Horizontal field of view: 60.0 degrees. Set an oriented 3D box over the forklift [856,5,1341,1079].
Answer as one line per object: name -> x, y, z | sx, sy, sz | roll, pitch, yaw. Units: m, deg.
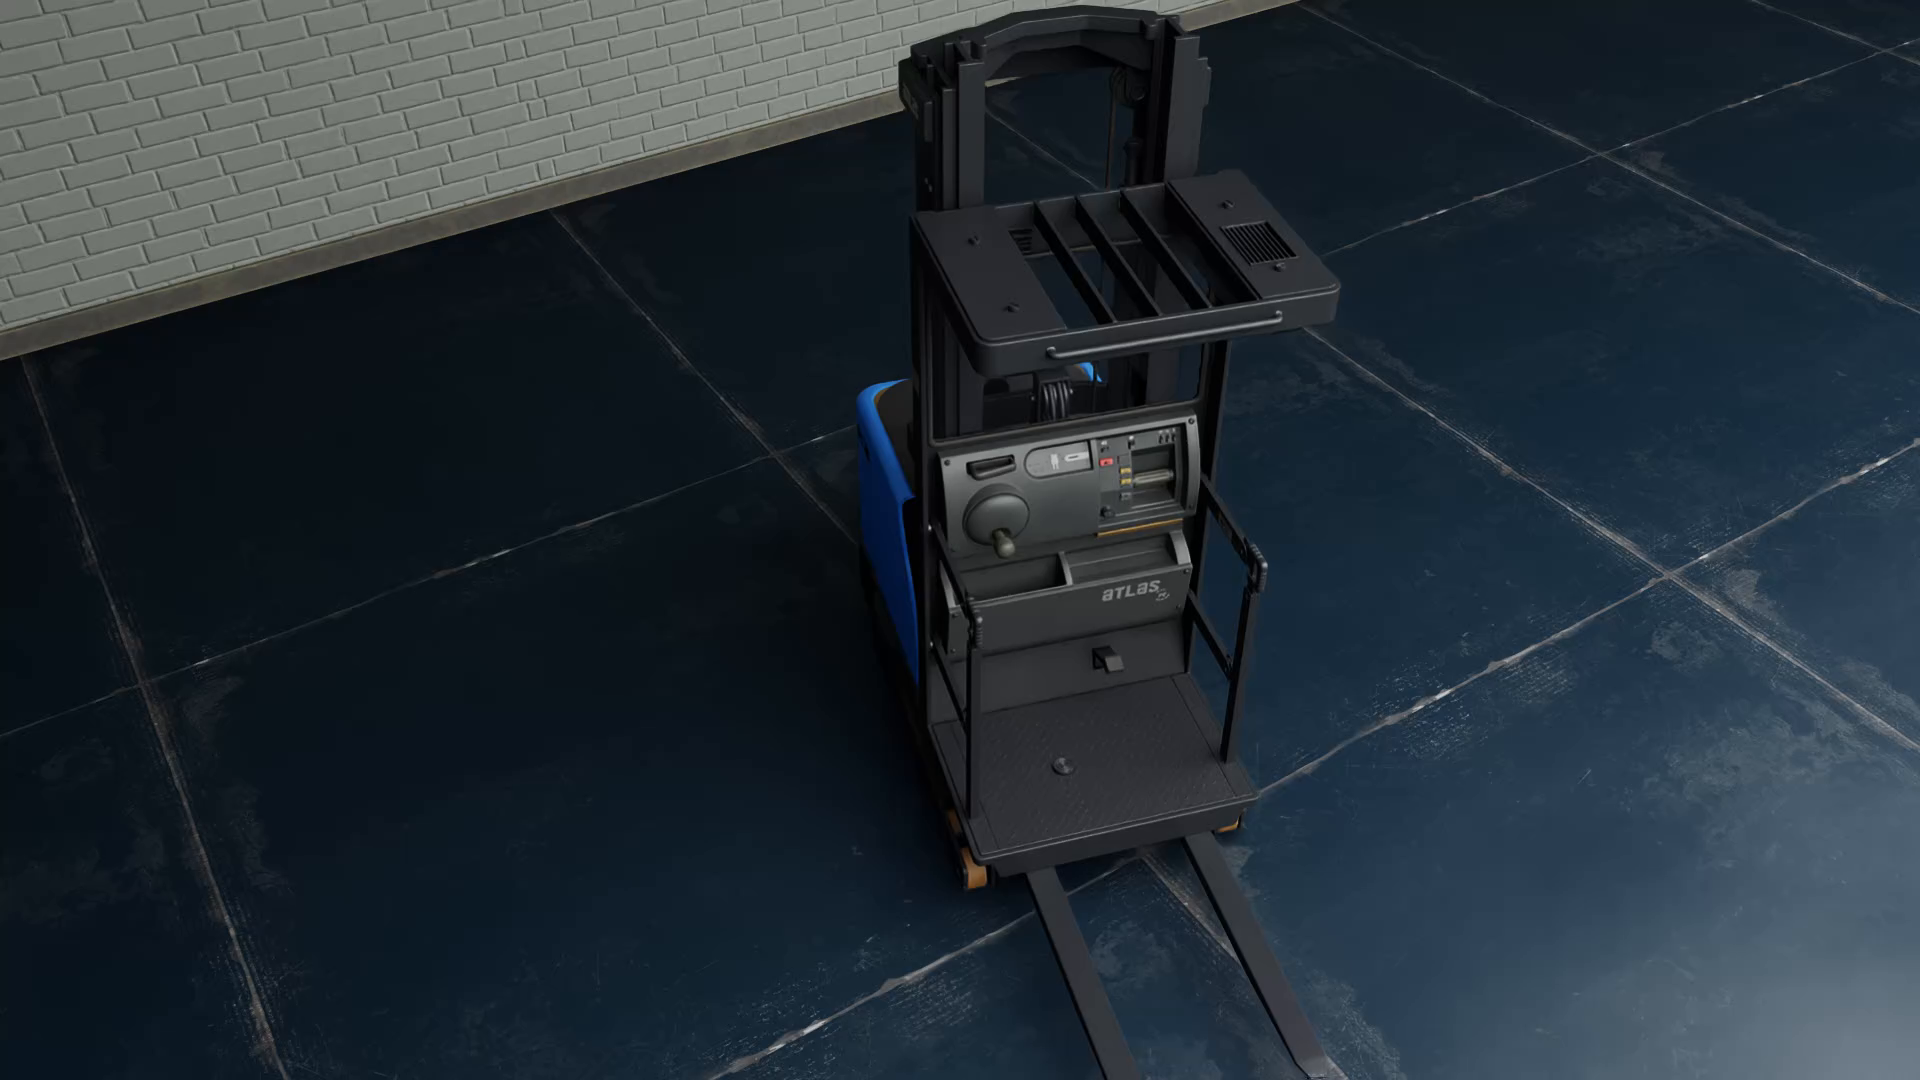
forklift -> 0.448, -0.111, 5.594 | 1.130, 2.935, 3.031 | -10, 41, -12
